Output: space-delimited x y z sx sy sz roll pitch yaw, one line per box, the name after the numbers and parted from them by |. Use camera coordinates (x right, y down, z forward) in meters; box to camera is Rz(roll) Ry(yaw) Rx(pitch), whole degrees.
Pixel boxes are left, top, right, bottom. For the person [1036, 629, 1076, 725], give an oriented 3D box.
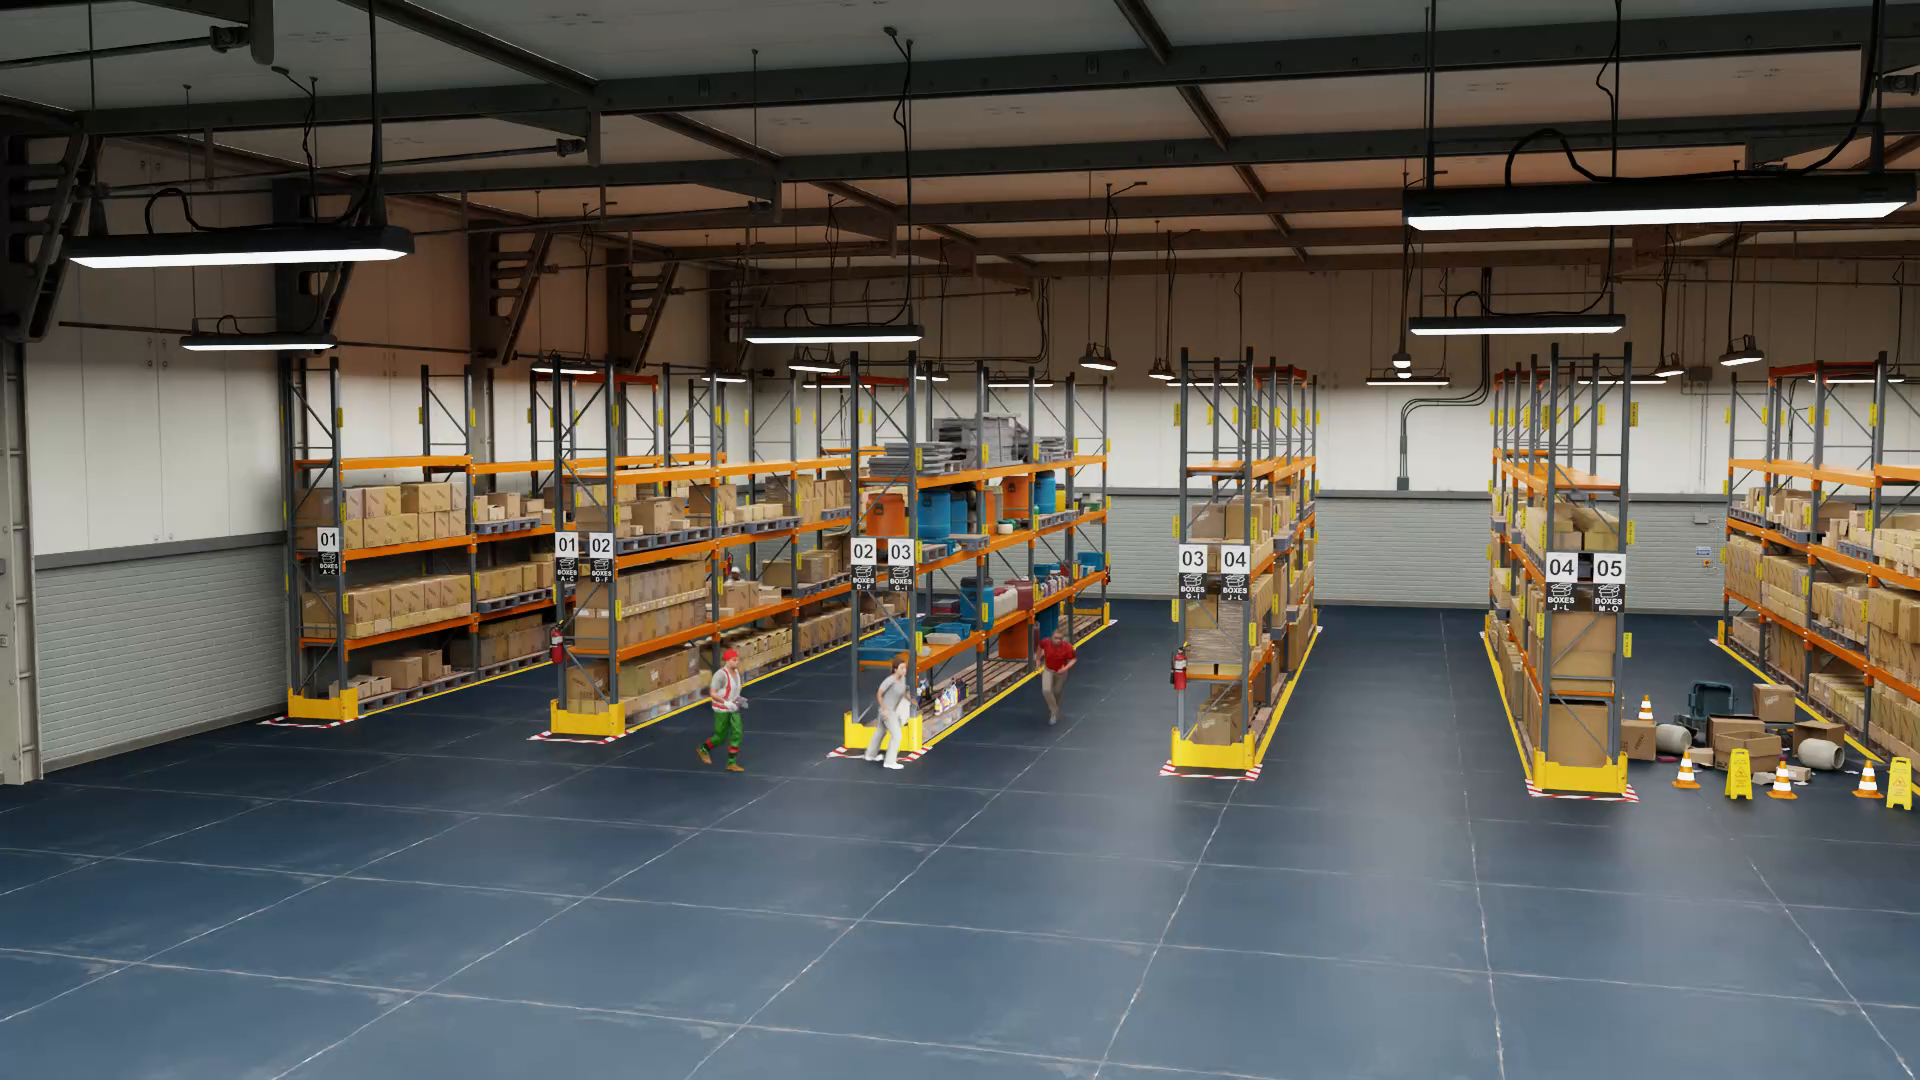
1.584 2.200 27.420 0.687 1.565 1.090 0 4 6 | person

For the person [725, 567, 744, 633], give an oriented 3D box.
-4.906 1.474 36.101 0.690 1.789 0.722 1 4 9 | person

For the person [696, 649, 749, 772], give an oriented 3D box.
-3.392 2.405 23.619 0.830 1.739 0.660 3 5 34 | person

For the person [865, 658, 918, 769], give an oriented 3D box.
-1.009 2.470 23.844 0.855 1.596 0.606 1 4 16 | person
